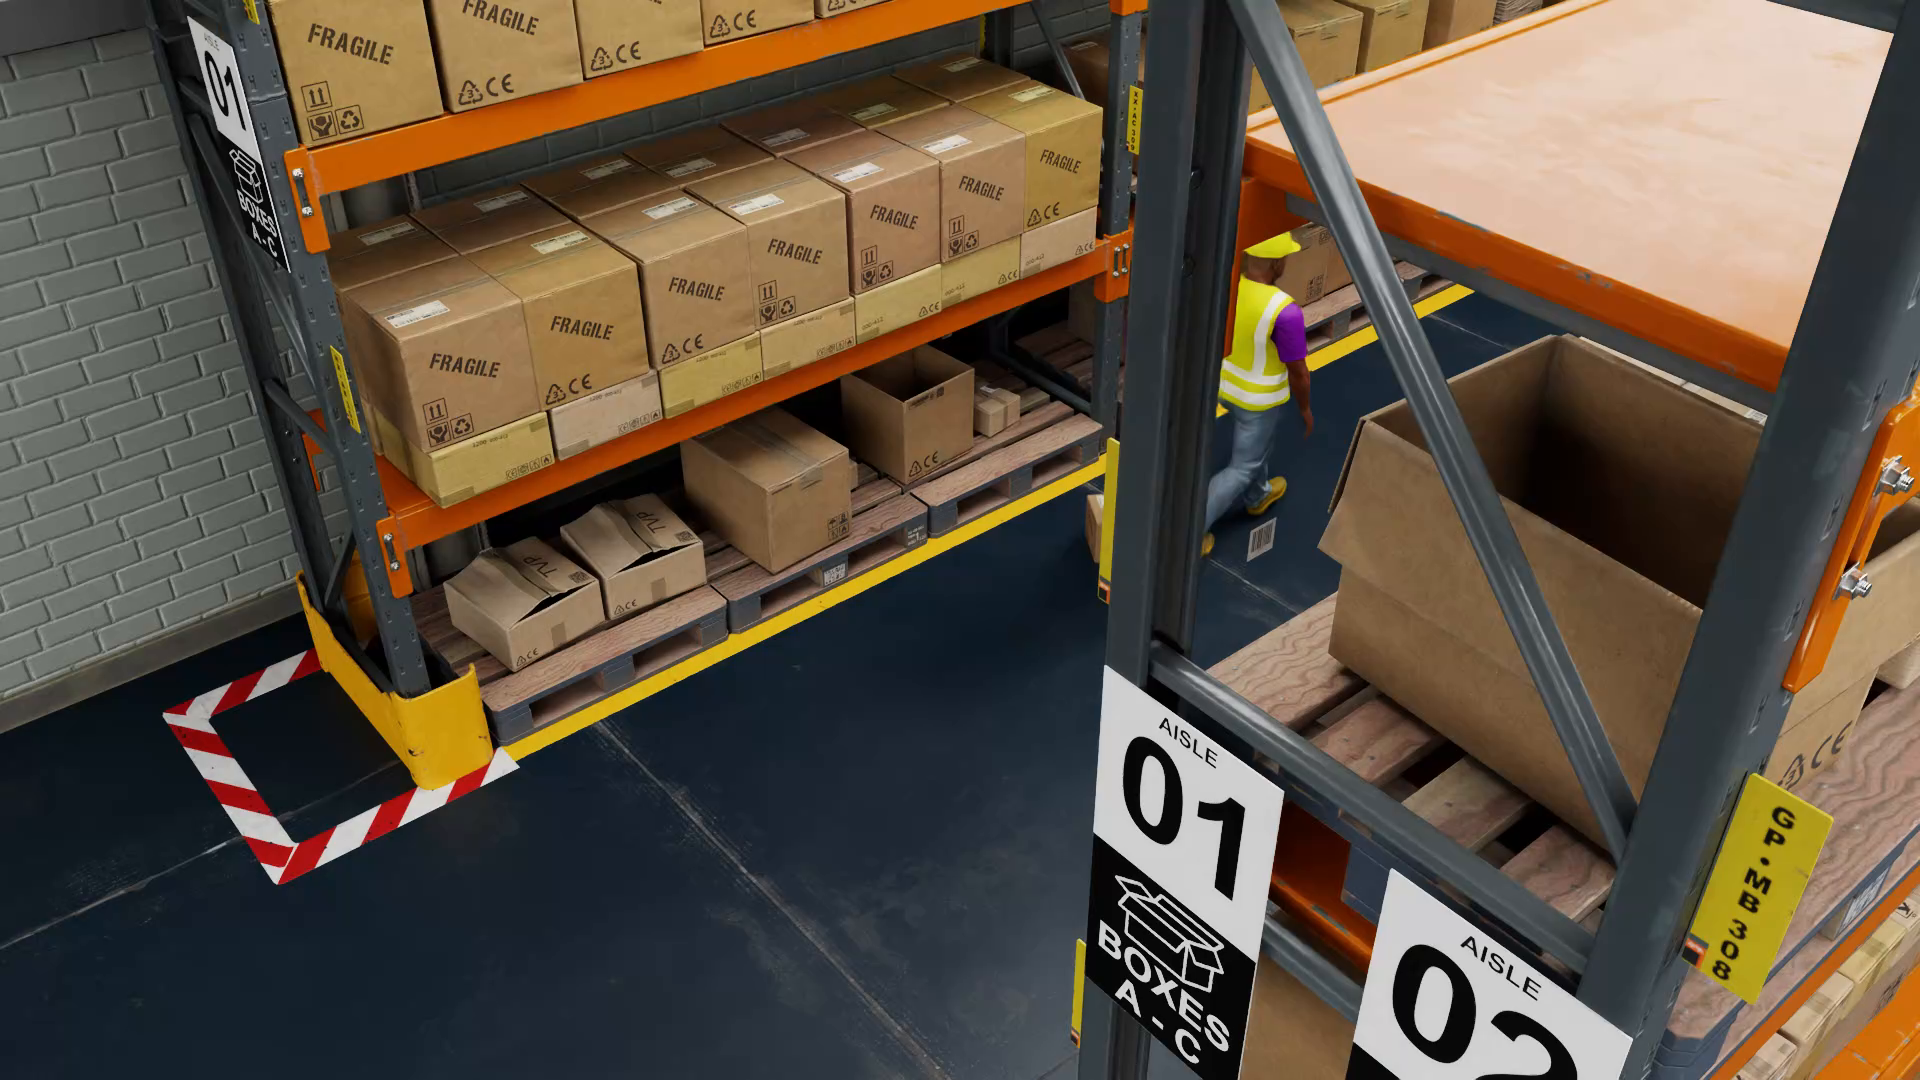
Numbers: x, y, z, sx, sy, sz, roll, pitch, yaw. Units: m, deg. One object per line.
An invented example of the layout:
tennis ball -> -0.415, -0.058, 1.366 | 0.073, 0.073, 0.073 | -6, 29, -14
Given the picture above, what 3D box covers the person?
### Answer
person -> 1.411, -0.718, 8.067 | 1.007, 1.727, 0.626 | -24, 42, -30
